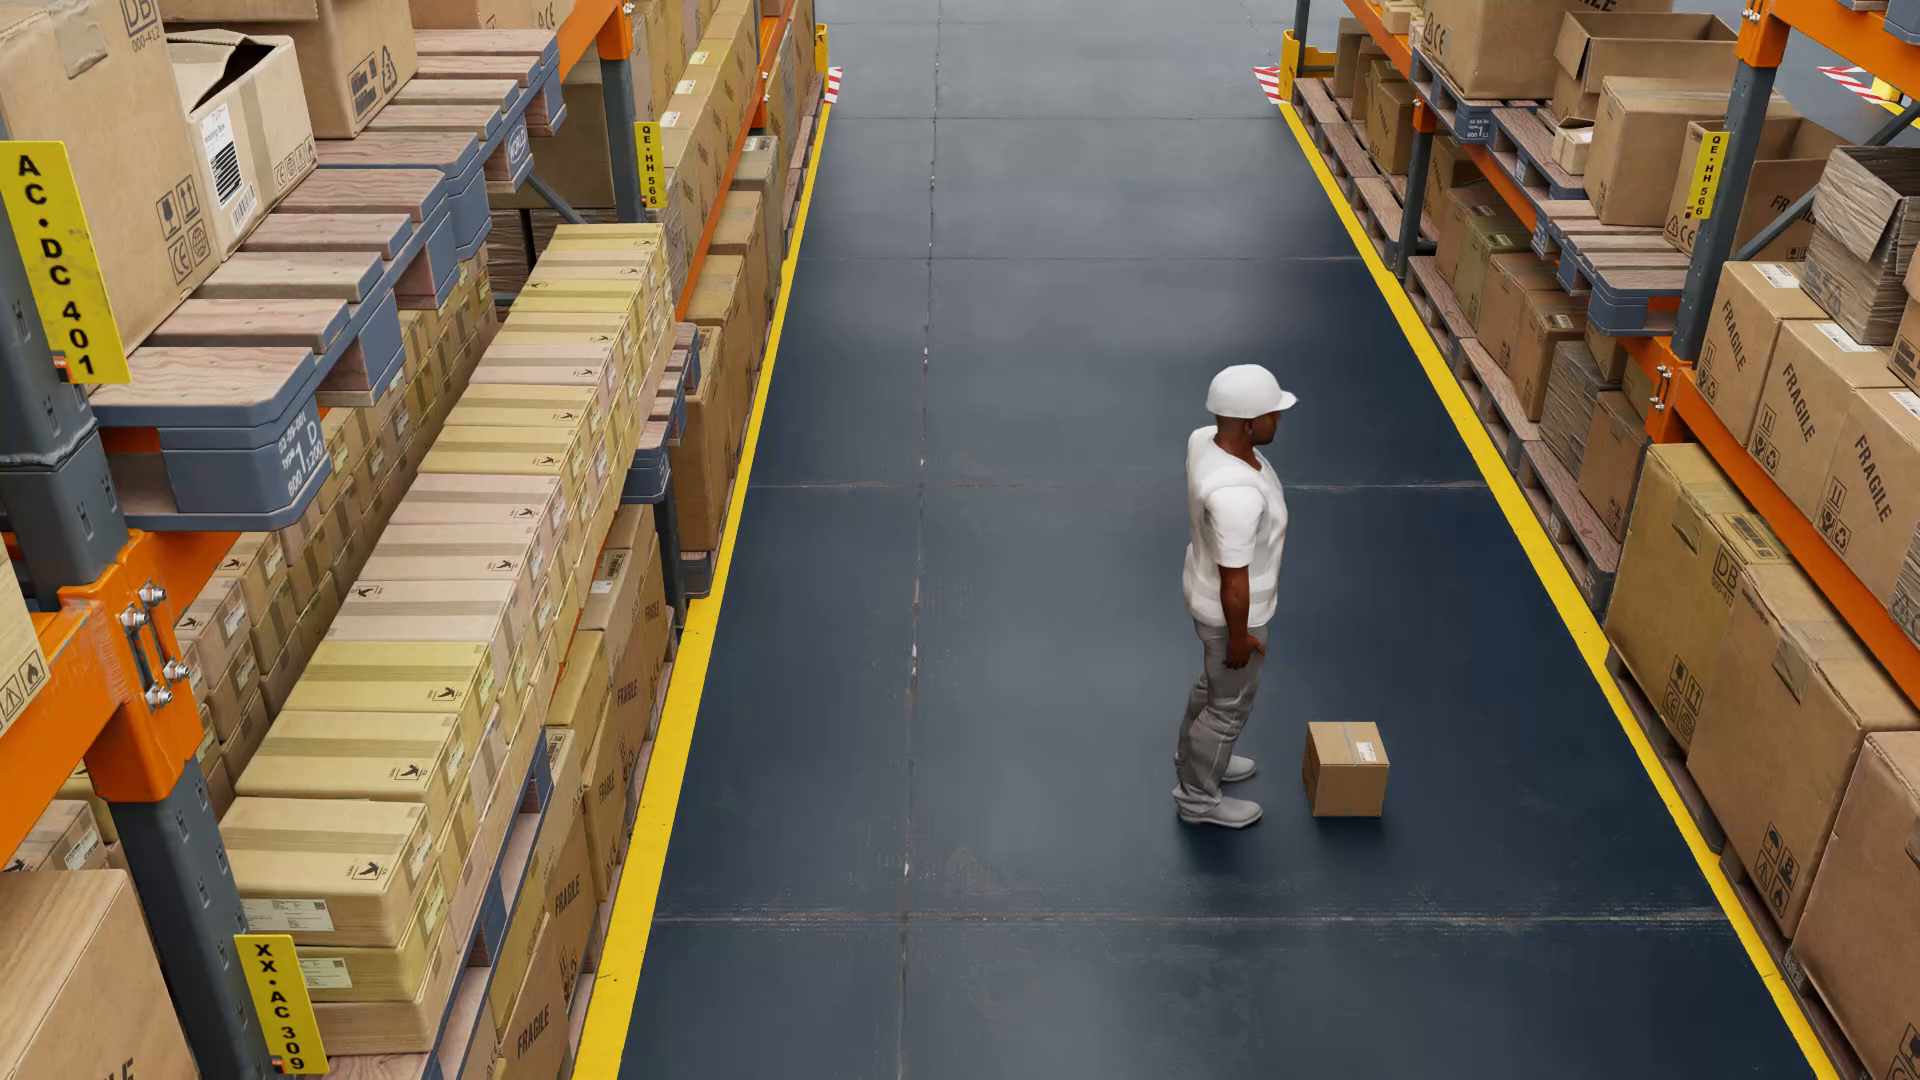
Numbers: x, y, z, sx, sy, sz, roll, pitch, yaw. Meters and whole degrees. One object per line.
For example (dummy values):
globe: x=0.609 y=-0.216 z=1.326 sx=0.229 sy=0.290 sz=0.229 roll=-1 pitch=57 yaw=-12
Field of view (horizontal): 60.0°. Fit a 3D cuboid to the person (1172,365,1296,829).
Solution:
person: x=0.944 y=0.203 z=5.787 sx=0.370 sy=1.764 sz=0.564 roll=0 pitch=31 yaw=1
